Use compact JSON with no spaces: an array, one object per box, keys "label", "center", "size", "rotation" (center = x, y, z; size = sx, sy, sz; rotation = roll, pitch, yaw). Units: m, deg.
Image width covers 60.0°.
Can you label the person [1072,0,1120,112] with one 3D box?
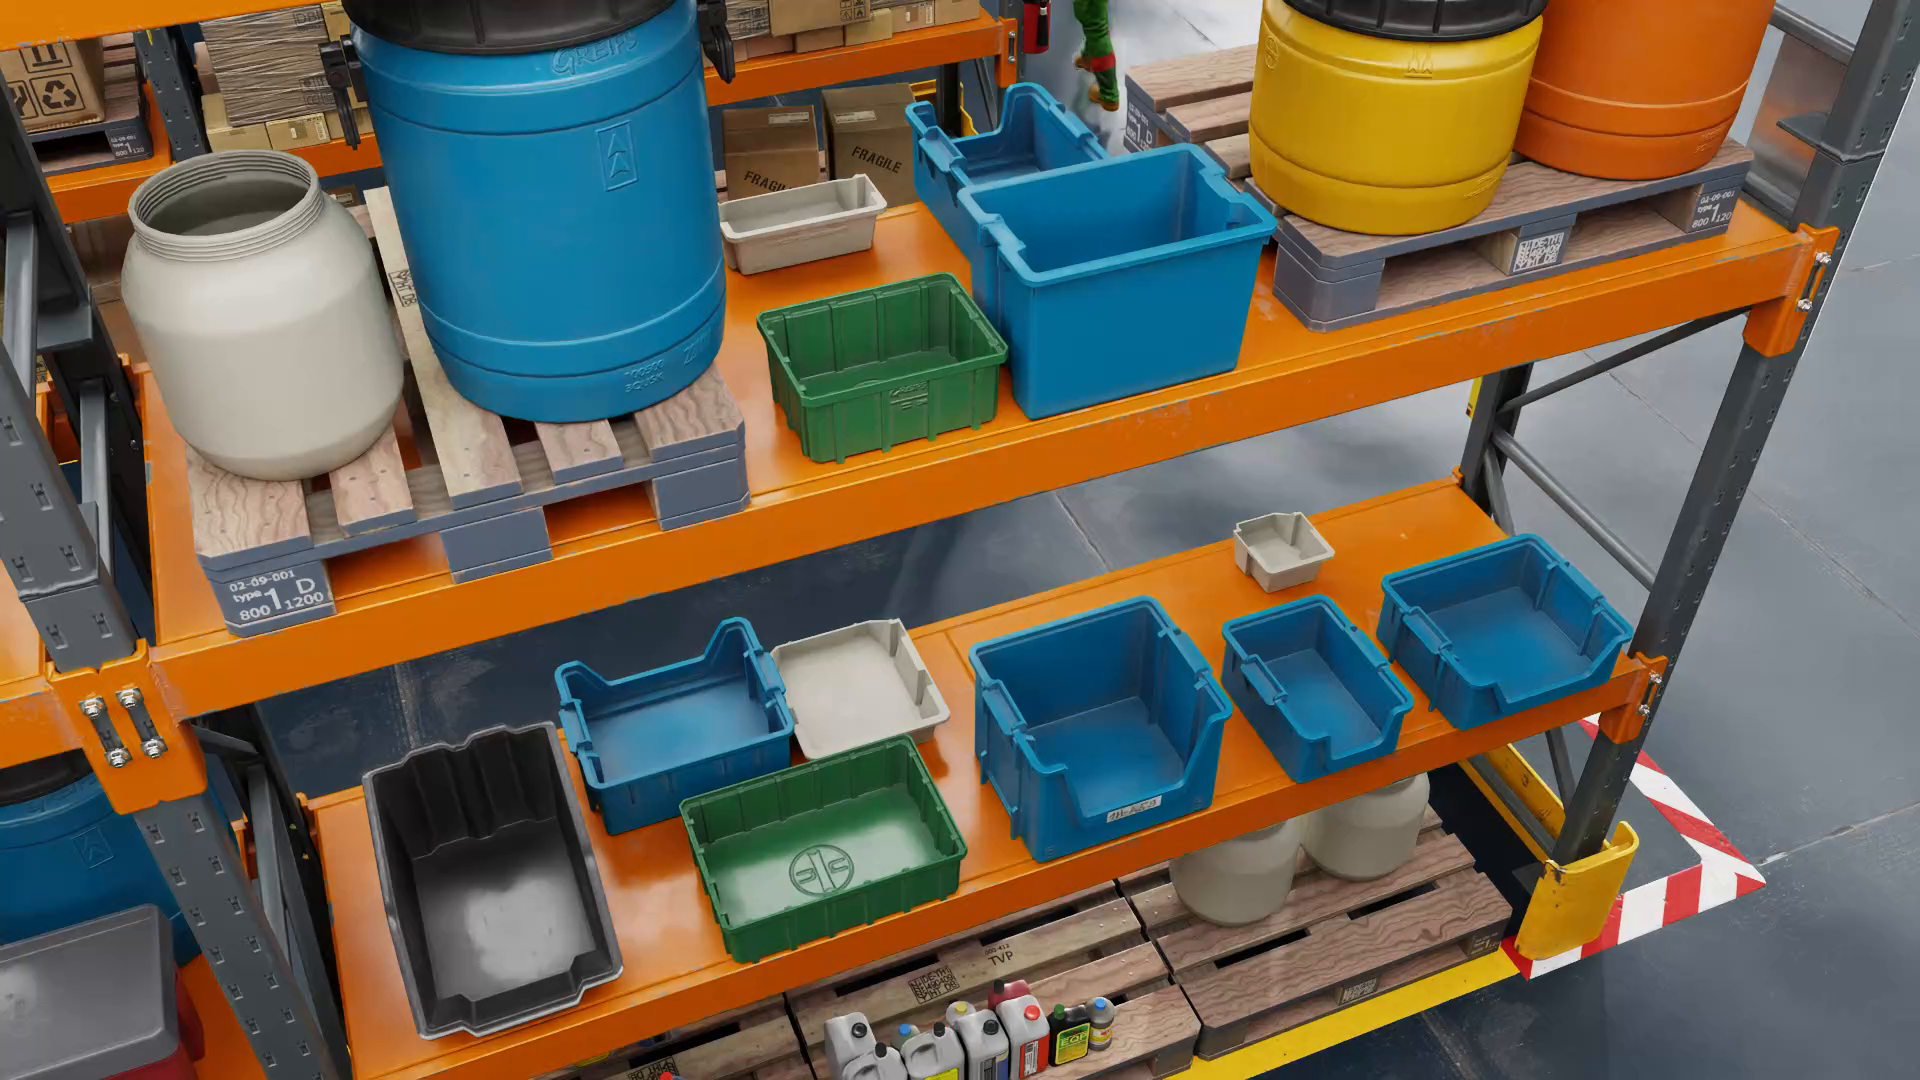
[{"label":"person","center":[0.800,-3.584,10.202],"size":[0.641,1.775,0.749],"rotation":[-27,48,-27]}]
